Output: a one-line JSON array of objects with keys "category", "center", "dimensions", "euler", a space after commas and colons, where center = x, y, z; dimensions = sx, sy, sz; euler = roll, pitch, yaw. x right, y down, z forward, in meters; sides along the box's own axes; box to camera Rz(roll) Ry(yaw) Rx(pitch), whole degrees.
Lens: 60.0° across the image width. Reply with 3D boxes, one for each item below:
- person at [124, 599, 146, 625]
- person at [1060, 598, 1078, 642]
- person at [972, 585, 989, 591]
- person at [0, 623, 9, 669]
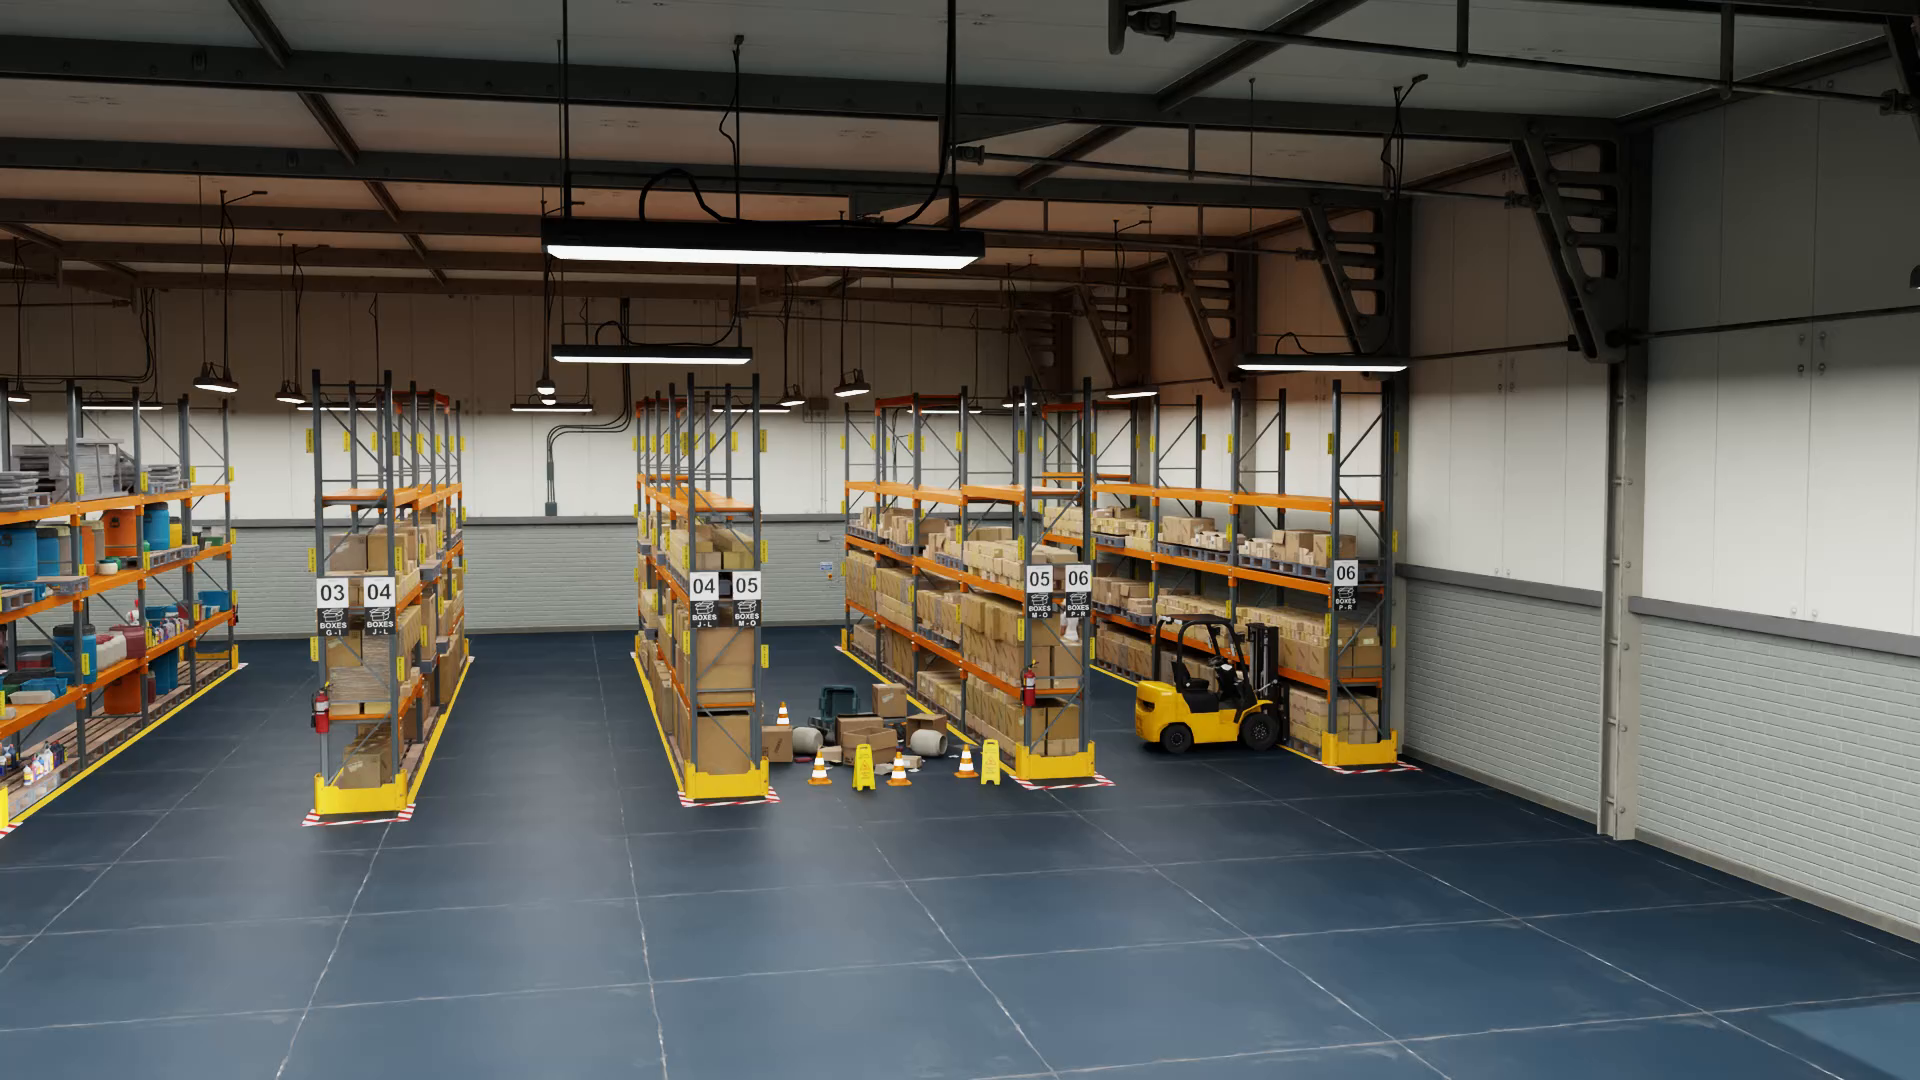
[{"category": "person", "center": [-17.187, 2.097, 34.758], "dimensions": [0.590, 1.783, 0.527], "euler": [-2, 4, -25]}, {"category": "person", "center": [2.282, 2.107, 34.725], "dimensions": [0.468, 1.785, 0.609], "euler": [3, 4, 41]}, {"category": "person", "center": [0.568, 1.652, 42.839], "dimensions": [0.986, 1.730, 0.531], "euler": [-1, 3, -19]}, {"category": "person", "center": [-21.492, 2.010, 37.157], "dimensions": [0.900, 1.690, 0.543], "euler": [1, 4, 21]}]
